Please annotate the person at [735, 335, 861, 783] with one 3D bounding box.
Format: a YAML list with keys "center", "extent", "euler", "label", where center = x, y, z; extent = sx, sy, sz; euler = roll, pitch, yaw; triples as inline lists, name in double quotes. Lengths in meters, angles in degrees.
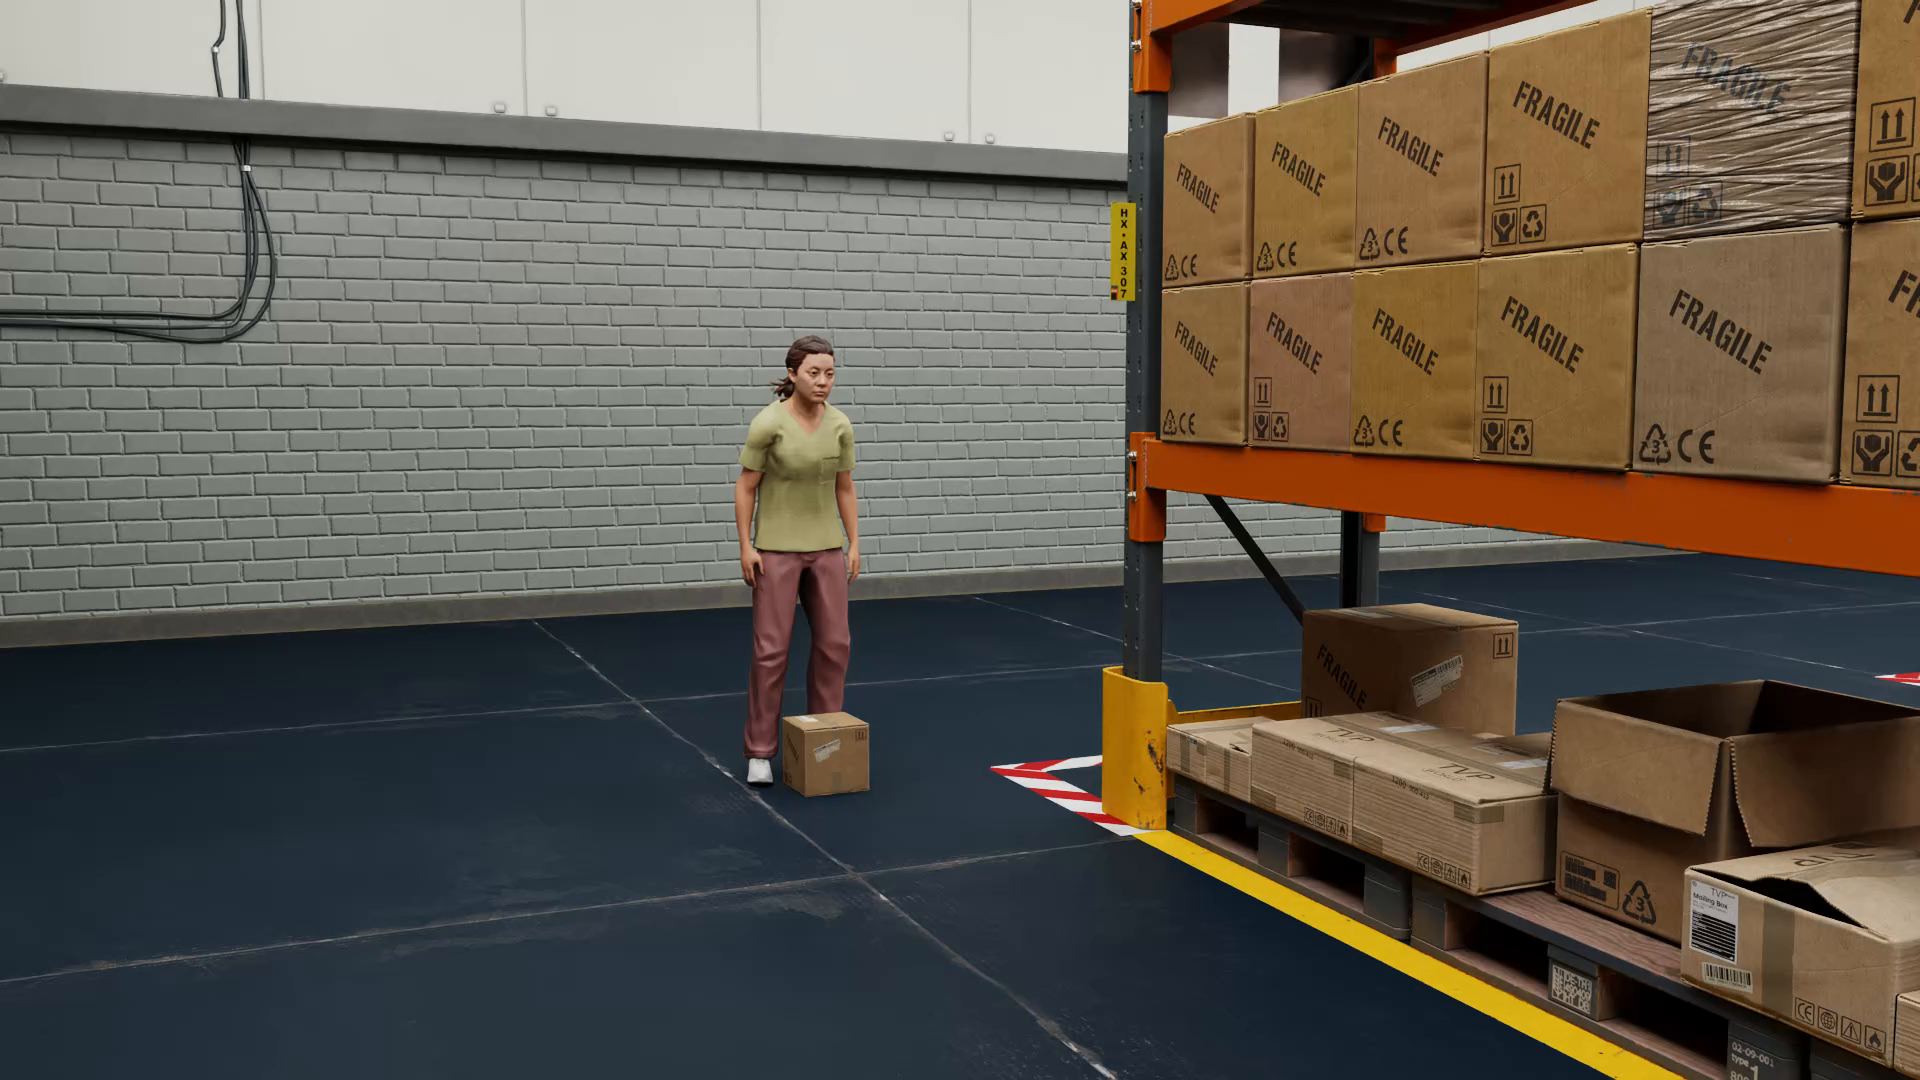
- center: [-0.602, 0.063, 6.317]
  extent: [0.515, 1.671, 0.365]
  euler: [-3, 6, -27]
  label: "person"
